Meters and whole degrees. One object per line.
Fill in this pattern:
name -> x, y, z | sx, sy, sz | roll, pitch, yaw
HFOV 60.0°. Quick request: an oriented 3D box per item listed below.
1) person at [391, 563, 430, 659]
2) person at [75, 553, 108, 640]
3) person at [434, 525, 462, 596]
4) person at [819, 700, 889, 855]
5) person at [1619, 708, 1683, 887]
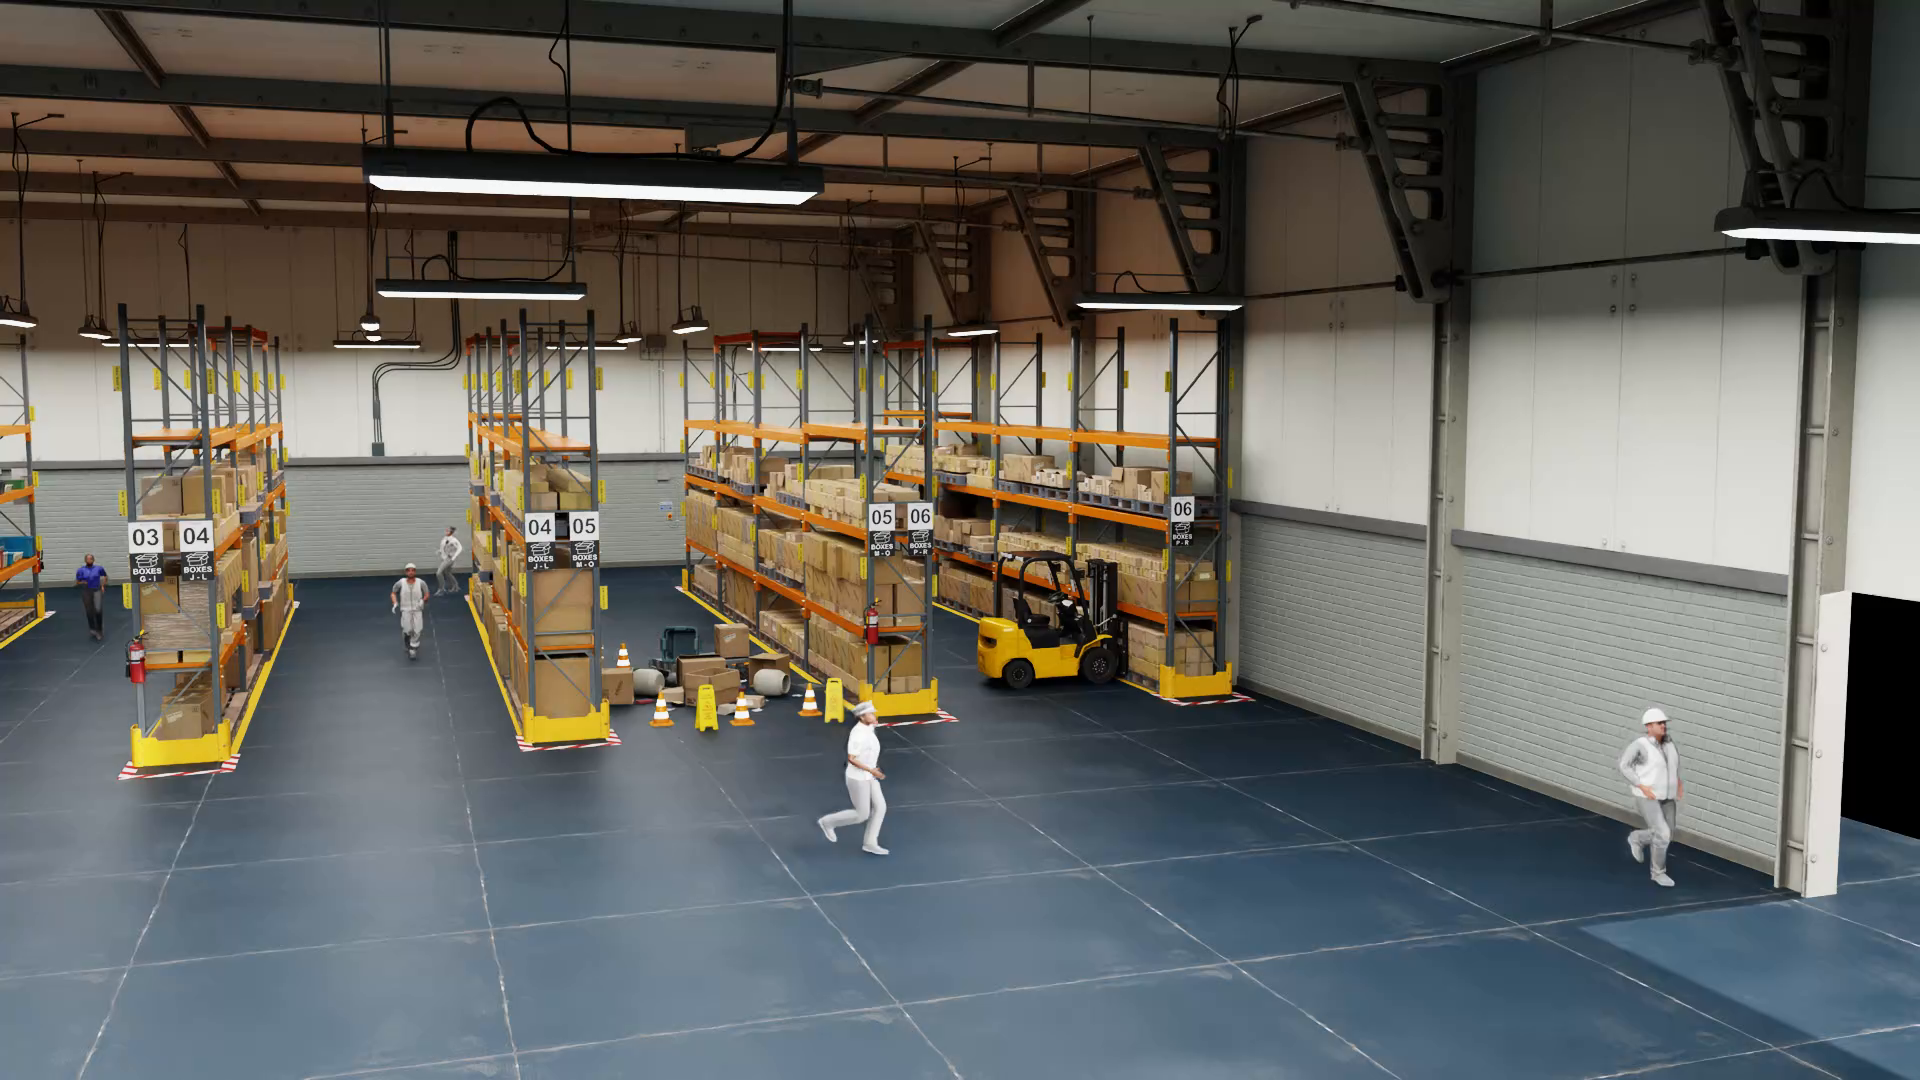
person -> -9.890, 1.292, 29.993 | 0.656, 1.737, 0.536 | -2, 6, -23
person -> -16.967, 1.110, 32.514 | 0.554, 1.712, 0.746 | -2, 6, -24
person -> -11.997, 0.486, 39.042 | 0.645, 1.695, 0.667 | -4, 7, -39
person -> -1.111, 2.515, 17.682 | 0.761, 1.664, 0.565 | 1, 6, 13
person -> 6.951, 2.545, 16.721 | 0.676, 1.733, 0.736 | -2, 6, -20
